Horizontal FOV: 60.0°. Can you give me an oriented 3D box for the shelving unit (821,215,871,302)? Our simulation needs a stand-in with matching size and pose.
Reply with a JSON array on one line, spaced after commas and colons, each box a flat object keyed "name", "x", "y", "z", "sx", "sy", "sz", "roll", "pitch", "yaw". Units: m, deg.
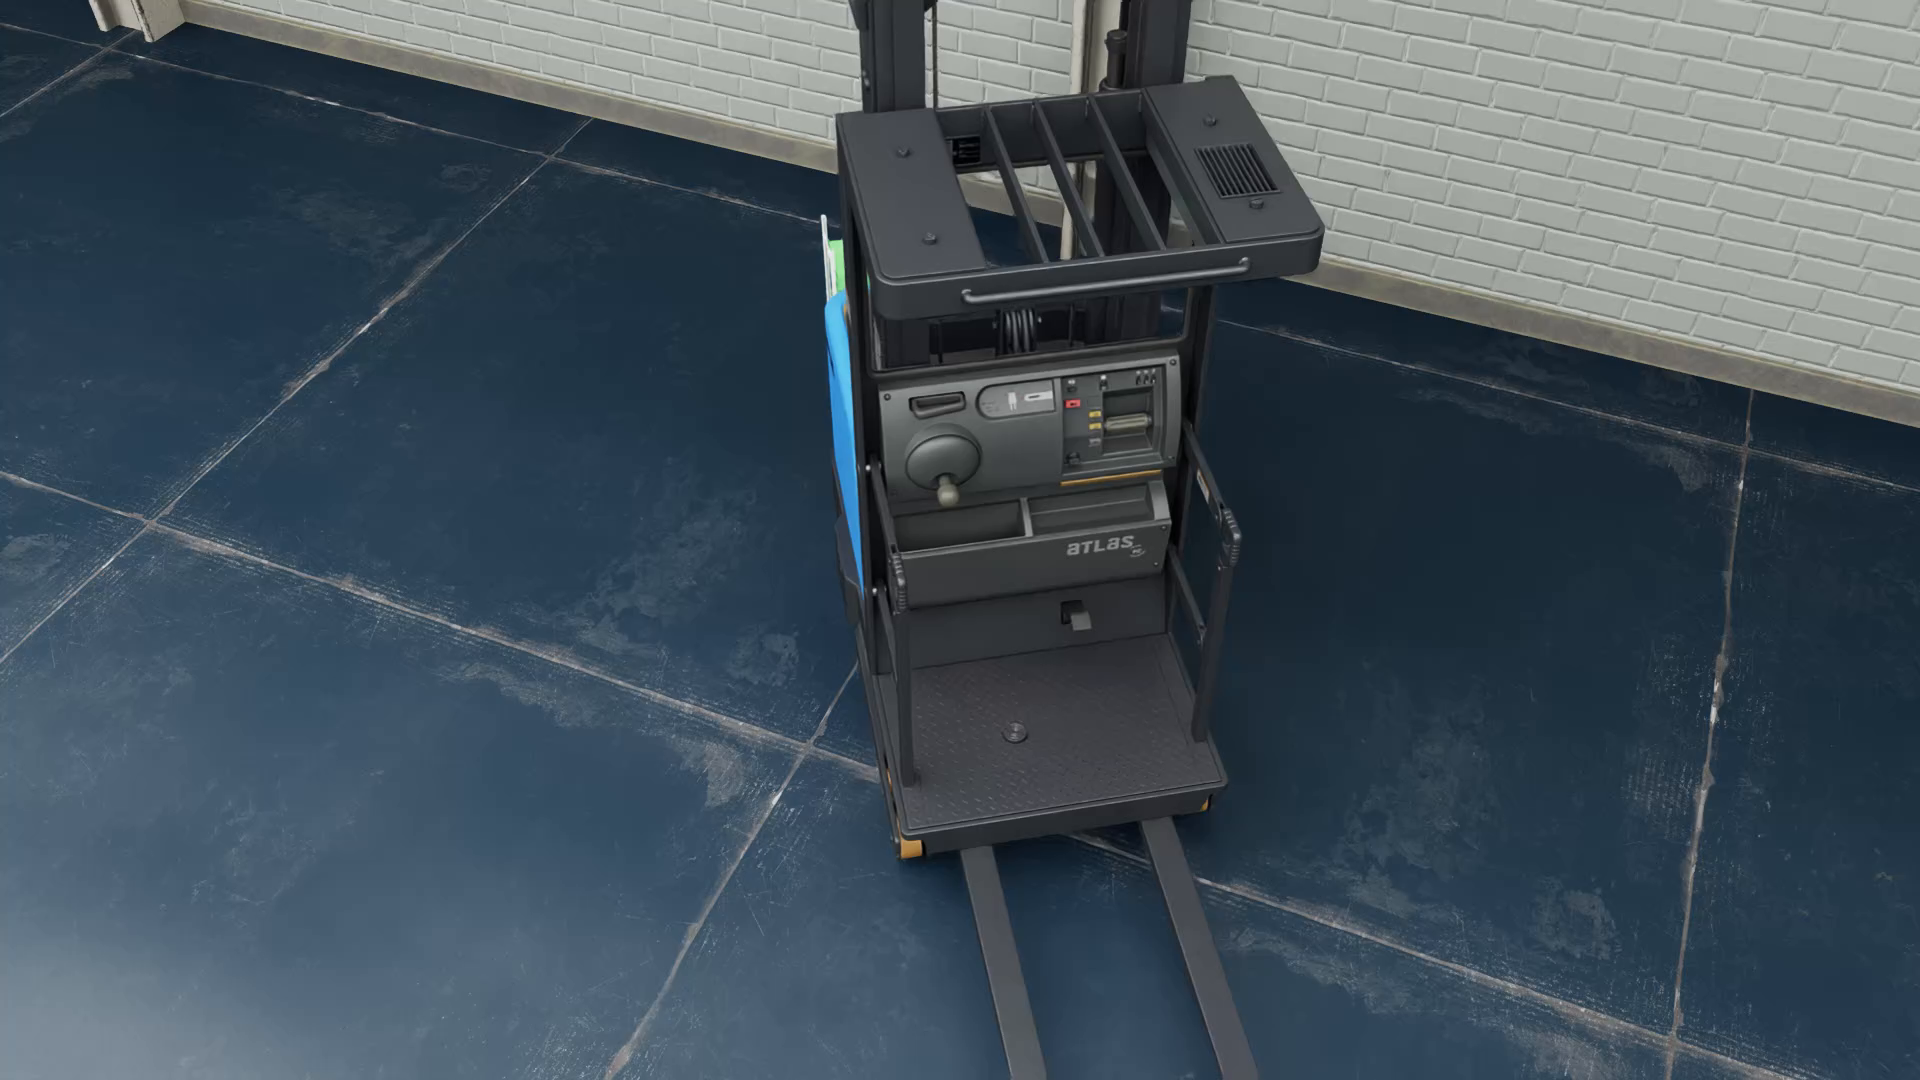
[{"name": "shelving unit", "x": -0.254, "y": -0.753, "z": 6.656, "sx": 0.503, "sy": 1.200, "sz": 0.258, "roll": -8, "pitch": 45, "yaw": -8}]

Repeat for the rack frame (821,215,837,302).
[{"name": "rack frame", "x": -0.494, "y": -0.719, "z": 6.622, "sx": 0.015, "sy": 1.200, "sz": 0.240, "roll": -8, "pitch": 45, "yaw": -8}]

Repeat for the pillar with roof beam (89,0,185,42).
[{"name": "pillar with roof beam", "x": -6.467, "y": -3.430, "z": 3.817, "sx": 0.400, "sy": 9.000, "sz": 9.100, "roll": 16, "pitch": 47, "yaw": 16}]

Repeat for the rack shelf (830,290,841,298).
[{"name": "rack shelf", "x": -0.254, "y": -0.878, "z": 6.532, "sx": 0.480, "sy": 0.148, "sz": 0.258, "roll": -8, "pitch": 45, "yaw": -8}]

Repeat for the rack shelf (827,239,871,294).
[{"name": "rack shelf", "x": -0.254, "y": -1.048, "z": 6.363, "sx": 0.480, "sy": 0.148, "sz": 0.258, "roll": -8, "pitch": 45, "yaw": -8}]

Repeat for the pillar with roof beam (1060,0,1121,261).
[{"name": "pillar with roof beam", "x": -0.929, "y": -1.800, "z": 2.180, "sx": 0.400, "sy": 9.000, "sz": 9.100, "roll": 16, "pitch": 47, "yaw": 16}]

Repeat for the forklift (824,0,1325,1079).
[{"name": "forklift", "x": 0.262, "y": -0.245, "z": 4.918, "sx": 1.130, "sy": 2.935, "sz": 3.031, "roll": -8, "pitch": 45, "yaw": -8}]
